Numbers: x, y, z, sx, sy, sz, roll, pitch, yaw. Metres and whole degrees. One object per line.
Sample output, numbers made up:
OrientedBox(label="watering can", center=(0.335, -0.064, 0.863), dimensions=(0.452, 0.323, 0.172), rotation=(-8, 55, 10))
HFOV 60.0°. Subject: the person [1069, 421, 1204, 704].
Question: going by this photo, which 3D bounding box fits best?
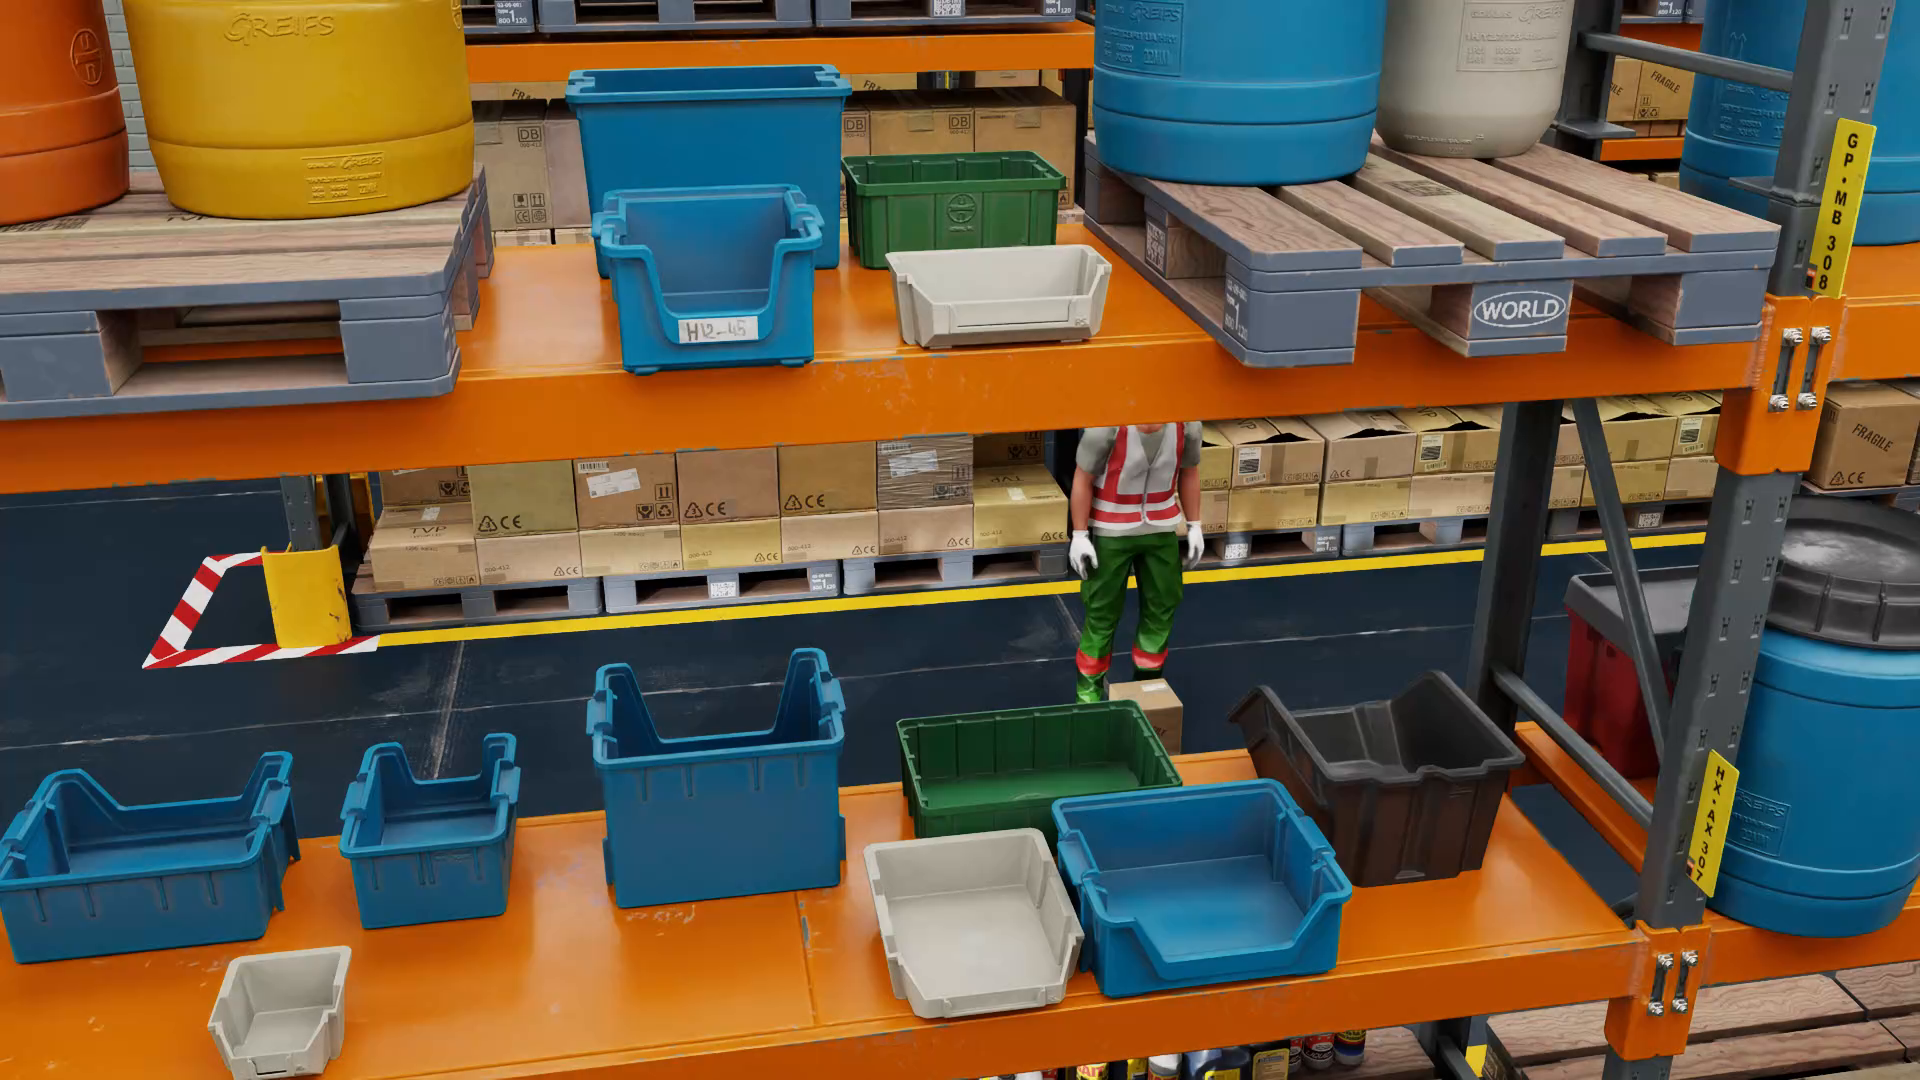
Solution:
OrientedBox(label="person", center=(0.754, -0.010, 7.103), dimensions=(0.606, 1.778, 0.453), rotation=(-6, 24, -13))
